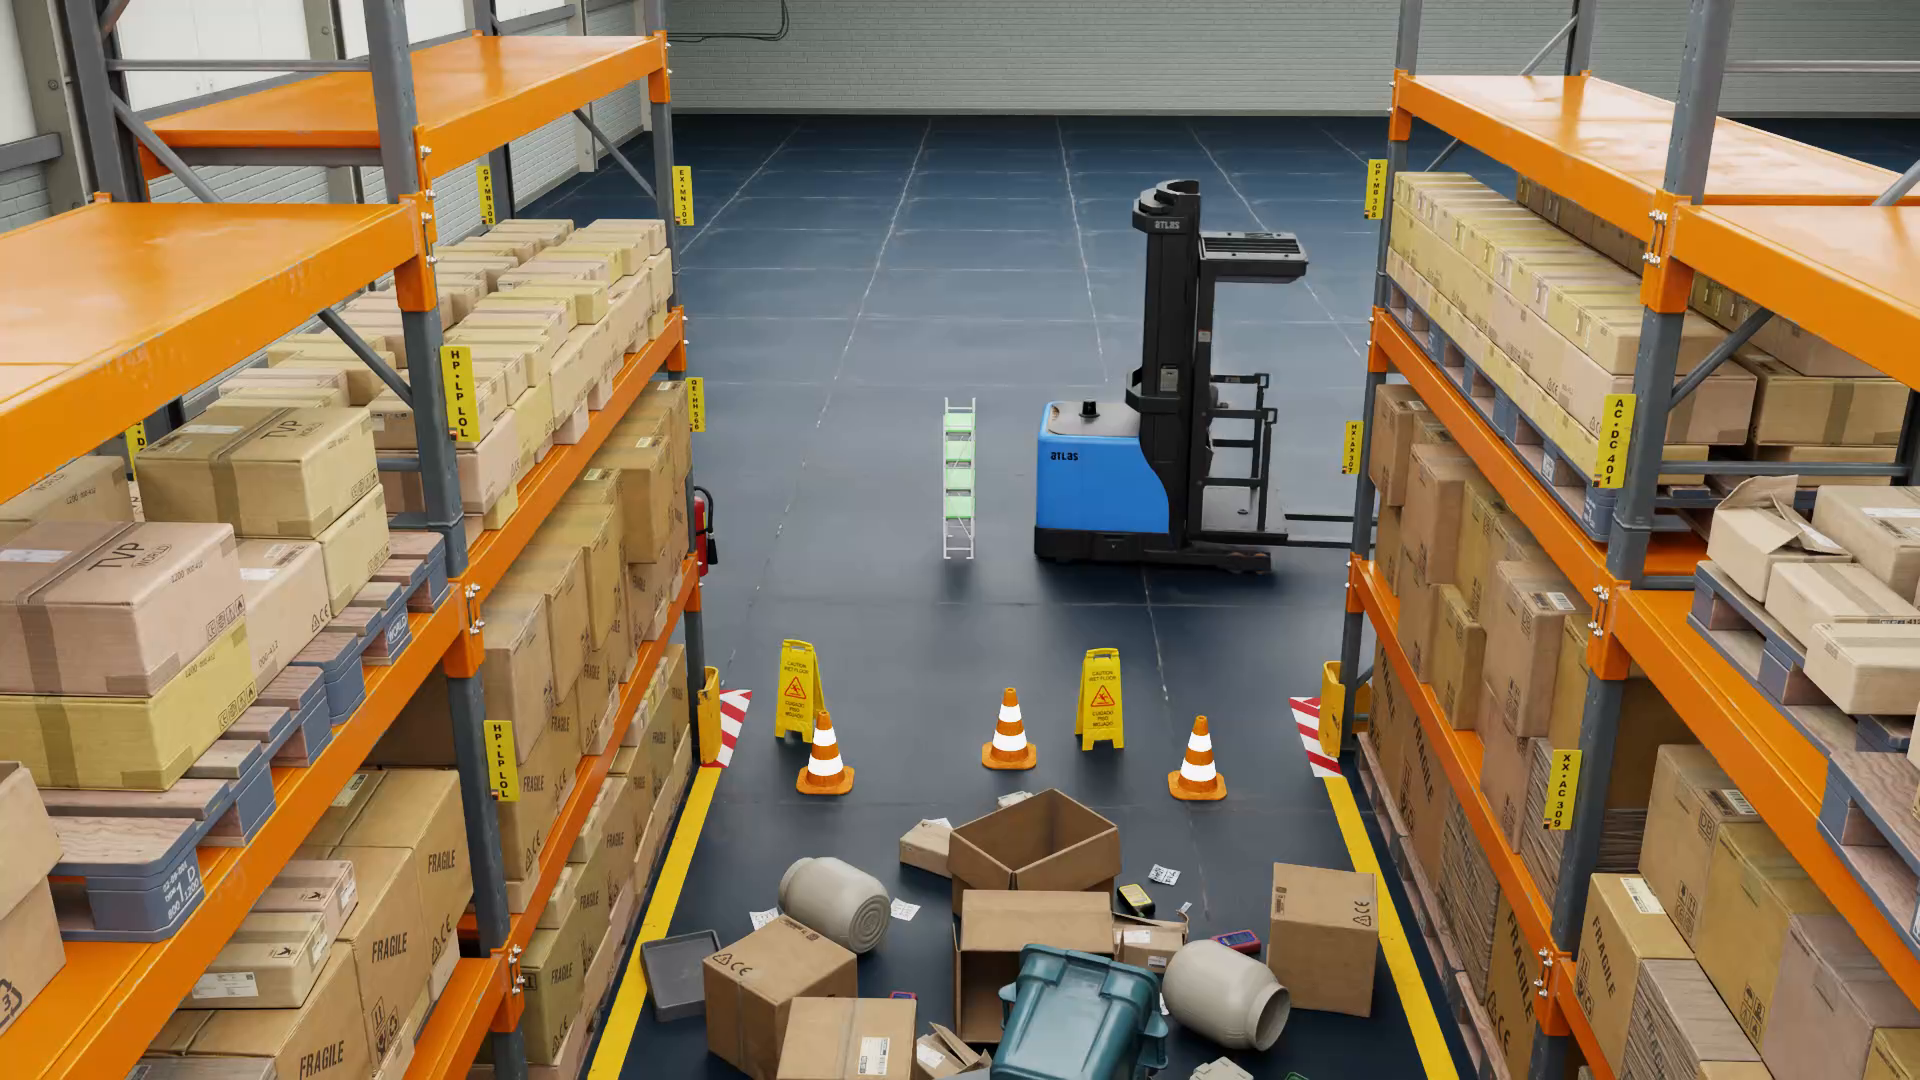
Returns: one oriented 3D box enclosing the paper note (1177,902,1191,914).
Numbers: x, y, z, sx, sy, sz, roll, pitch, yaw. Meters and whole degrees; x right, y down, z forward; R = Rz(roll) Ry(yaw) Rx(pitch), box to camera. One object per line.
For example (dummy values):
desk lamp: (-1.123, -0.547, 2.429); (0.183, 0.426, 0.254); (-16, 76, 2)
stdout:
paper note: (1.185, 1.948, 8.787); (0.032, 0.001, 0.123); (13, 25, 29)

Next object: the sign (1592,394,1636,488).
sign: (2.184, -0.329, 5.552); (0.100, 0.325, 0.005); (1, 21, 2)

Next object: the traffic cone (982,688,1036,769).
traffic cone: (0.306, 1.131, 10.269); (0.336, 0.463, 0.334); (1, 21, 2)

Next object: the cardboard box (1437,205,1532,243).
cardboard box: (2.501, -1.504, 7.931); (0.380, 0.149, 0.250); (0, 21, 1)

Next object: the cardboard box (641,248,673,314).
cardboard box: (-1.836, -1.390, 8.908); (0.500, 0.250, 0.500); (0, 21, 1)

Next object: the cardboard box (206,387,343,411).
cardboard box: (-2.420, -0.435, 5.895); (0.380, 0.149, 0.250); (1, 21, 3)

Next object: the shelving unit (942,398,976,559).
shelving unit: (-0.005, -0.500, 13.451); (0.258, 1.200, 0.503); (1, 21, 2)

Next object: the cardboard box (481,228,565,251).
cardboard box: (-2.297, -1.547, 8.760); (0.380, 0.149, 0.250); (1, 21, 1)

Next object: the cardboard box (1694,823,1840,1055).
cardboard box: (2.716, 1.206, 5.047); (0.700, 0.500, 0.500); (0, 21, 1)

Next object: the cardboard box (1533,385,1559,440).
cardboard box: (2.444, -0.490, 6.421); (0.380, 0.149, 0.250); (1, 21, 2)

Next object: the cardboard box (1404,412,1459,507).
cardboard box: (2.886, -0.333, 8.834); (0.875, 0.550, 0.550); (1, 21, 2)

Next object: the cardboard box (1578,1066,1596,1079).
cardboard box: (2.810, 2.432, 5.938); (1.050, 0.750, 0.750); (1, 21, 1)

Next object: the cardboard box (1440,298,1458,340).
cardboard box: (2.491, -1.040, 7.838); (0.380, 0.149, 0.250); (0, 21, 1)

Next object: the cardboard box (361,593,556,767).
cardboard box: (-1.982, 0.527, 6.386); (0.700, 0.500, 0.500); (0, 21, 1)

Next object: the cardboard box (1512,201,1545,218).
cardboard box: (3.125, -1.623, 8.788); (0.500, 0.250, 0.500); (1, 21, 2)

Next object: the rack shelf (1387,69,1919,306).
rack shelf: (2.800, -1.645, 7.169); (1.077, 0.370, 4.000); (1, 21, 2)

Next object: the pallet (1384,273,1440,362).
pallet: (2.849, -1.182, 8.698); (1.003, 0.211, 1.213); (1, 21, 2)

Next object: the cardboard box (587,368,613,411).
cardboard box: (-1.824, -0.705, 7.692); (0.380, 0.149, 0.250); (0, 21, 1)

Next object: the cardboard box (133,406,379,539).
cardboard box: (-2.102, -0.211, 5.009); (0.500, 0.250, 0.500); (1, 21, 3)

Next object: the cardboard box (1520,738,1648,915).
cardboard box: (2.738, 1.150, 6.505); (0.875, 0.550, 0.550); (1, 21, 2)

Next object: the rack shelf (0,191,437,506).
rack shelf: (-2.273, -0.217, 3.488); (1.077, 0.370, 4.000); (1, 21, 2)

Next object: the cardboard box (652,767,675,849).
cardboard box: (-1.869, 1.457, 9.140); (0.500, 0.250, 0.500); (1, 21, 2)

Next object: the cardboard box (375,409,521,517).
cardboard box: (-1.925, -0.288, 6.068); (0.500, 0.250, 0.500); (0, 21, 0)

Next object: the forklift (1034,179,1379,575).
forklift: (2.147, -1.297, 13.112); (3.031, 2.935, 1.130); (2, 21, 6)

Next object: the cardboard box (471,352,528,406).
cardboard box: (-1.880, -0.618, 6.366); (0.380, 0.149, 0.250); (0, 21, 0)

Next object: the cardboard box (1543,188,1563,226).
cardboard box: (3.173, -1.680, 8.385); (0.380, 0.149, 0.250); (1, 21, 3)

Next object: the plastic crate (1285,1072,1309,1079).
plastic crate: (1.435, 2.560, 6.886); (0.450, 0.188, 0.662); (23, 29, 25)

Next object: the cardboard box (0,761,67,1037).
cardboard box: (-2.316, 0.783, 3.368); (0.797, 0.503, 0.637); (1, 21, 2)

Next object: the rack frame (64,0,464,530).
rack frame: (-2.212, -1.462, 5.149); (1.000, 3.000, 0.127); (1, 21, 2)

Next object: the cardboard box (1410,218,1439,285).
cardboard box: (2.575, -1.448, 8.337); (0.500, 0.250, 0.500); (0, 21, 1)

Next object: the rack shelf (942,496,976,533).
rack shelf: (-0.005, -0.216, 13.561); (0.258, 0.148, 0.480); (1, 21, 2)

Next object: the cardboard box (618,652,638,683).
cardboard box: (-1.857, 0.607, 8.459); (0.380, 0.149, 0.250); (0, 21, 1)

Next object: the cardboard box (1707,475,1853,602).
cardboard box: (2.471, -0.010, 5.021); (0.258, 0.266, 0.396); (0, 21, 1)

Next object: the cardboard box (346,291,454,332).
cardboard box: (-2.469, -0.997, 7.342); (0.380, 0.149, 0.250); (1, 21, 2)

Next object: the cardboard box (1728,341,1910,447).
cardboard box: (3.034, -0.530, 5.973); (0.500, 0.250, 0.500); (1, 21, 2)

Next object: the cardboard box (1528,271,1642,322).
cardboard box: (2.455, -0.951, 6.505); (0.380, 0.149, 0.250); (1, 21, 3)

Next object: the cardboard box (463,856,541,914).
cardboard box: (-1.882, 1.342, 6.564); (0.380, 0.149, 0.250); (1, 21, 1)

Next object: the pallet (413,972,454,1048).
pallet: (-2.380, 1.699, 5.561); (1.003, 0.211, 1.213); (1, 21, 2)

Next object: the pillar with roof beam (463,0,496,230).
pillar with roof beam: (-3.123, -9.180, 25.042); (9.100, 9.000, 0.400); (1, 21, 2)

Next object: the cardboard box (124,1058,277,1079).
cardboard box: (-2.047, 1.679, 4.219); (0.500, 0.500, 0.500); (0, 21, 0)

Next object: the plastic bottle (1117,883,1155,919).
plastic bottle: (0.944, 1.919, 8.791); (0.133, 0.061, 0.283); (-7, 22, -17)

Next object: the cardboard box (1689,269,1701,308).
cardboard box: (3.119, -1.039, 6.733); (0.380, 0.149, 0.250); (1, 21, 2)

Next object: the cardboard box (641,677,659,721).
cardboard box: (-1.809, 0.840, 8.798); (0.380, 0.149, 0.250); (1, 21, 3)

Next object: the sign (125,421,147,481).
sign: (-2.754, -0.307, 5.607); (0.100, 0.325, 0.005); (1, 21, 2)

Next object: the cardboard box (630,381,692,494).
cardboard box: (-1.887, -0.575, 9.227); (0.700, 0.500, 0.500); (0, 21, 0)

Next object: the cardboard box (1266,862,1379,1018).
cardboard box: (1.760, 1.945, 8.116); (0.500, 0.500, 0.500); (4, 22, 11)

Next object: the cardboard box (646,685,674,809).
cardboard box: (-1.866, 1.107, 9.007); (0.500, 0.500, 0.500); (1, 21, 4)

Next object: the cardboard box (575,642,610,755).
cardboard box: (-1.900, 0.631, 7.501); (0.500, 0.500, 0.500); (0, 21, 1)

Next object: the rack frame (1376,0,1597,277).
rack frame: (2.861, -2.890, 8.831); (1.000, 3.000, 0.127); (1, 21, 2)

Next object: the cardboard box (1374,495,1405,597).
cardboard box: (2.895, -0.028, 9.542); (0.875, 0.550, 0.550); (1, 21, 2)

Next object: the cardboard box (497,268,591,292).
cardboard box: (-1.949, -1.179, 7.814); (0.380, 0.149, 0.250); (0, 21, 0)
